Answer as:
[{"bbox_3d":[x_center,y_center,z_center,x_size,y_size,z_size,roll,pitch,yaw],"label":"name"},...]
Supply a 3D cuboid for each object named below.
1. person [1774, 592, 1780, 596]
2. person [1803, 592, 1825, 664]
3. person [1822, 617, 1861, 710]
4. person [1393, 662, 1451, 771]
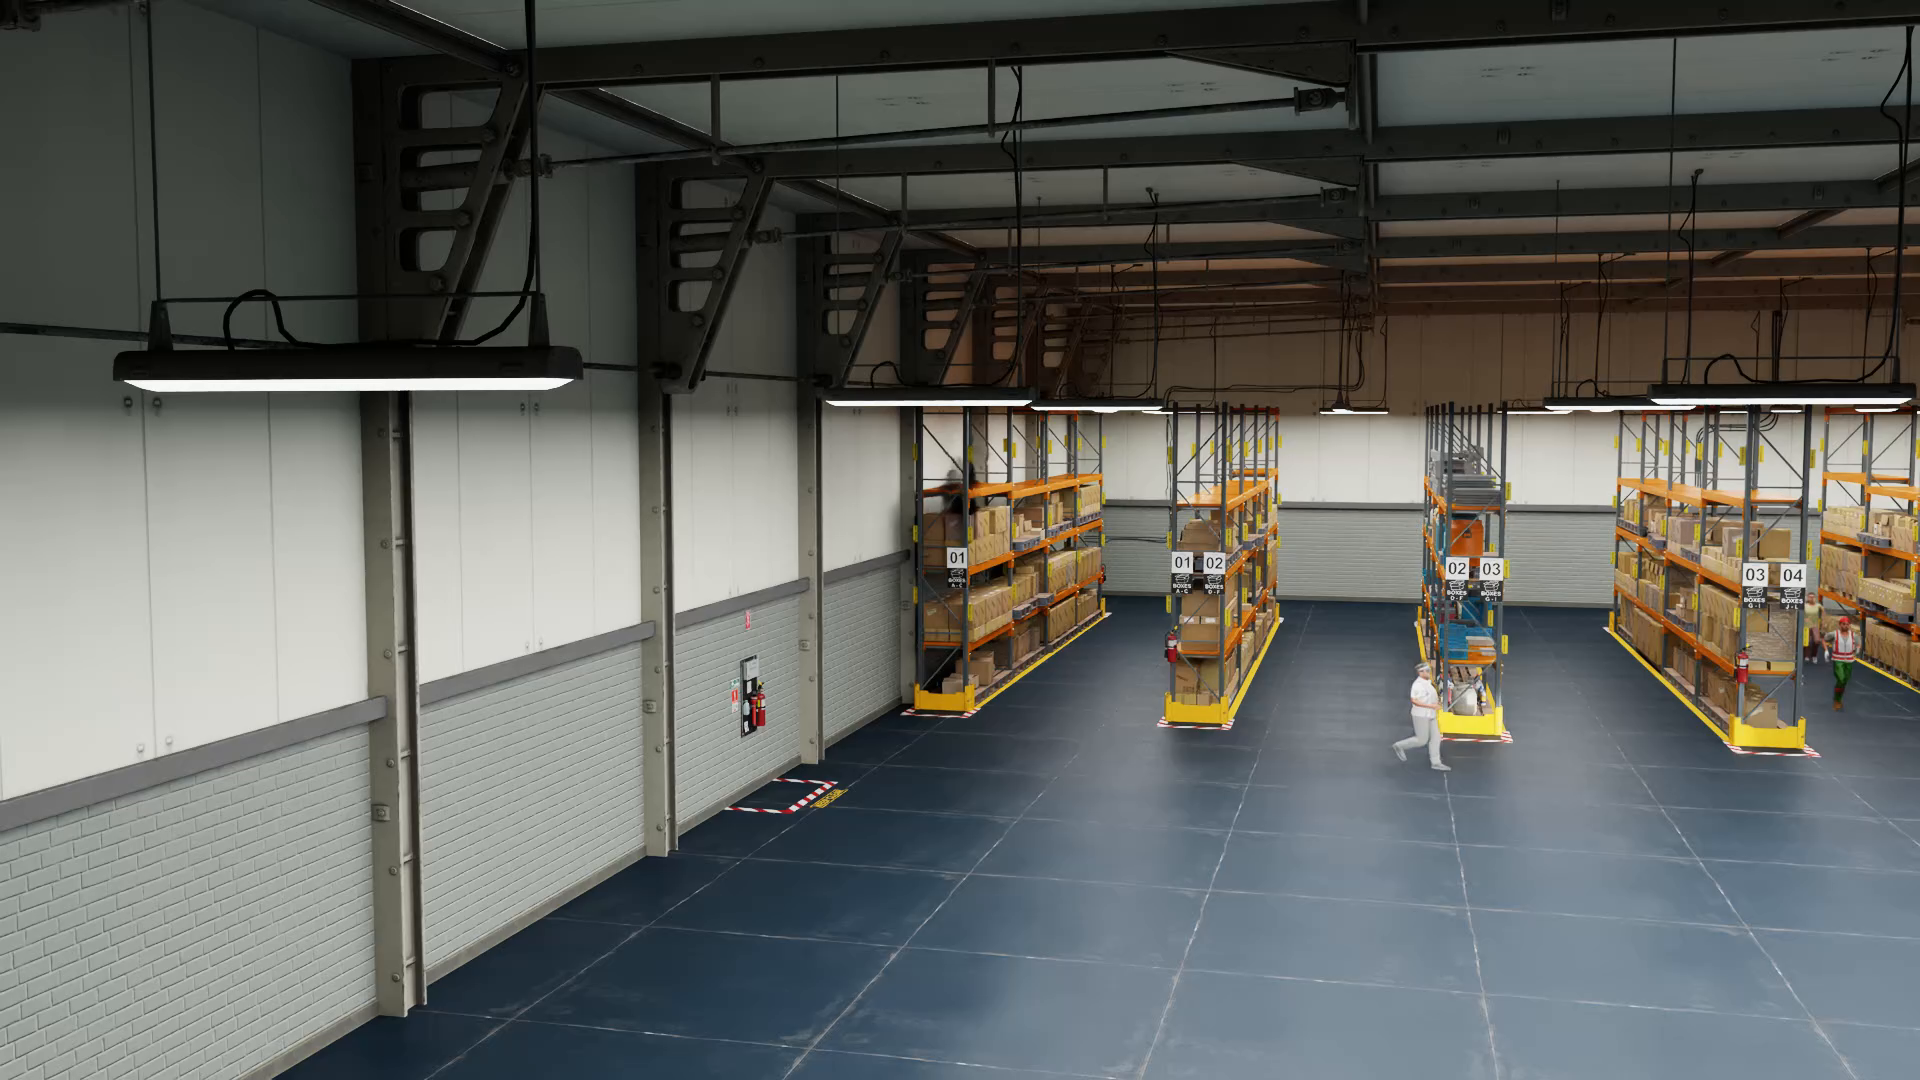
[{"bbox_3d":[21.881,1.688,44.410,0.509,1.503,0.626,-1,4,-13],"label":"person"},{"bbox_3d":[19.772,2.050,38.600,0.605,1.678,0.647,1,4,18],"label":"person"},{"bbox_3d":[17.385,2.427,32.723,0.637,1.834,0.767,0,4,7],"label":"person"},{"bbox_3d":[7.522,2.839,26.974,0.945,1.754,0.665,3,5,37],"label":"person"}]
